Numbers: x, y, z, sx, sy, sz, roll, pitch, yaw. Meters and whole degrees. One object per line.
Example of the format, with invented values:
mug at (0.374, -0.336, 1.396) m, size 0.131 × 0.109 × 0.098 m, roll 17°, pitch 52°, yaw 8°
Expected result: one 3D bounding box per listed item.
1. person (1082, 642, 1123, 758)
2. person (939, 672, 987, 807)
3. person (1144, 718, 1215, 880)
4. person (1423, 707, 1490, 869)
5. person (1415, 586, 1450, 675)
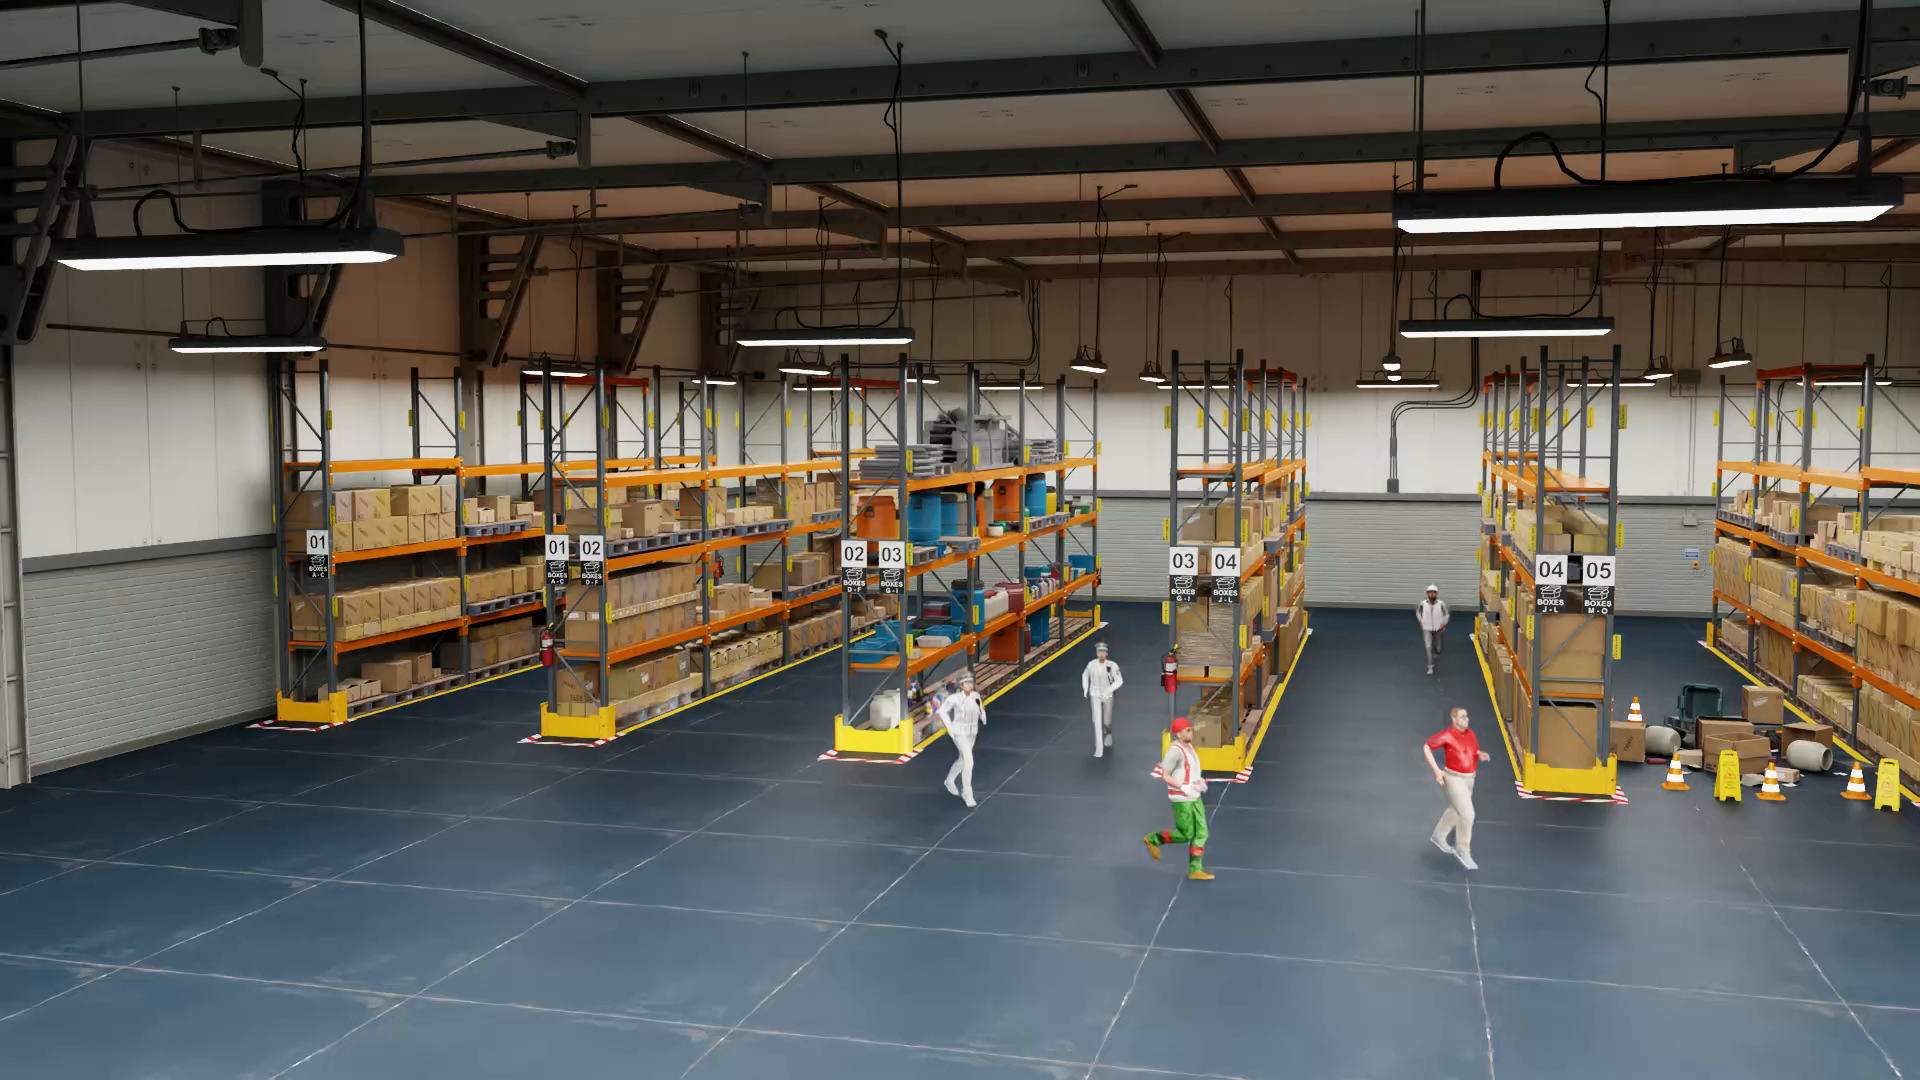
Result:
person at (2.135, 2.368, 25.011) m, size 0.631 × 1.689 × 0.760 m, roll 1°, pitch 4°, yaw 12°
person at (0.045, 2.584, 21.879) m, size 0.607 × 1.744 × 0.774 m, roll -3°, pitch 5°, yaw -40°
person at (2.436, 2.819, 18.212) m, size 0.832 × 1.762 × 0.655 m, roll 3°, pitch 5°, yaw 35°
person at (5.648, 2.790, 18.876) m, size 0.637 × 1.798 × 0.798 m, roll -3°, pitch 5°, yaw -39°
person at (9.419, 1.779, 33.156) m, size 0.649 × 1.748 × 0.912 m, roll 1°, pitch 4°, yaw 11°
